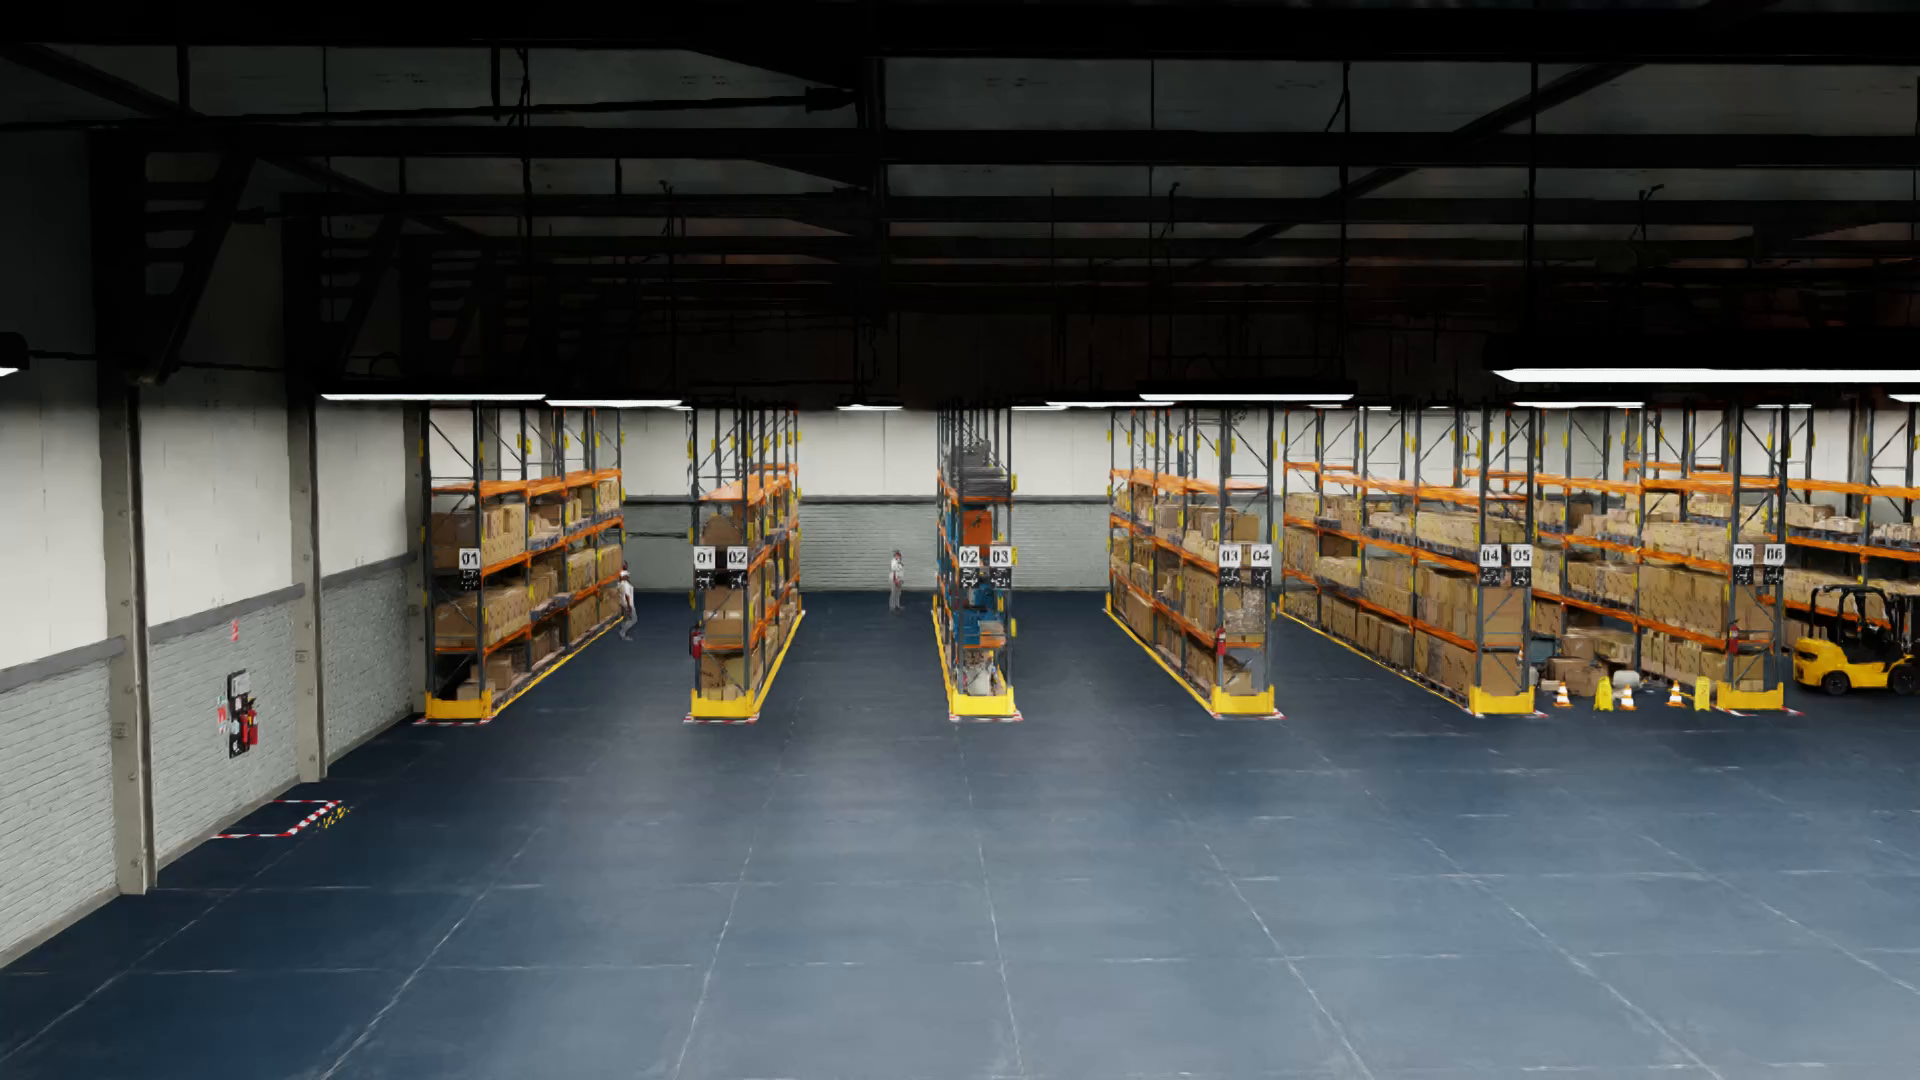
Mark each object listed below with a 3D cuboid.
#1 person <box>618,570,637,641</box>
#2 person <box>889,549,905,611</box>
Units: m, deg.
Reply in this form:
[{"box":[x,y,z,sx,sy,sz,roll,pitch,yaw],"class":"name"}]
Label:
[{"box":[-8.335,1.635,41.500,0.456,1.762,0.607,-3,5,-31],"class":"person"},{"box":[-1.822,1.140,47.809,0.423,1.760,0.610,1,4,8],"class":"person"}]
